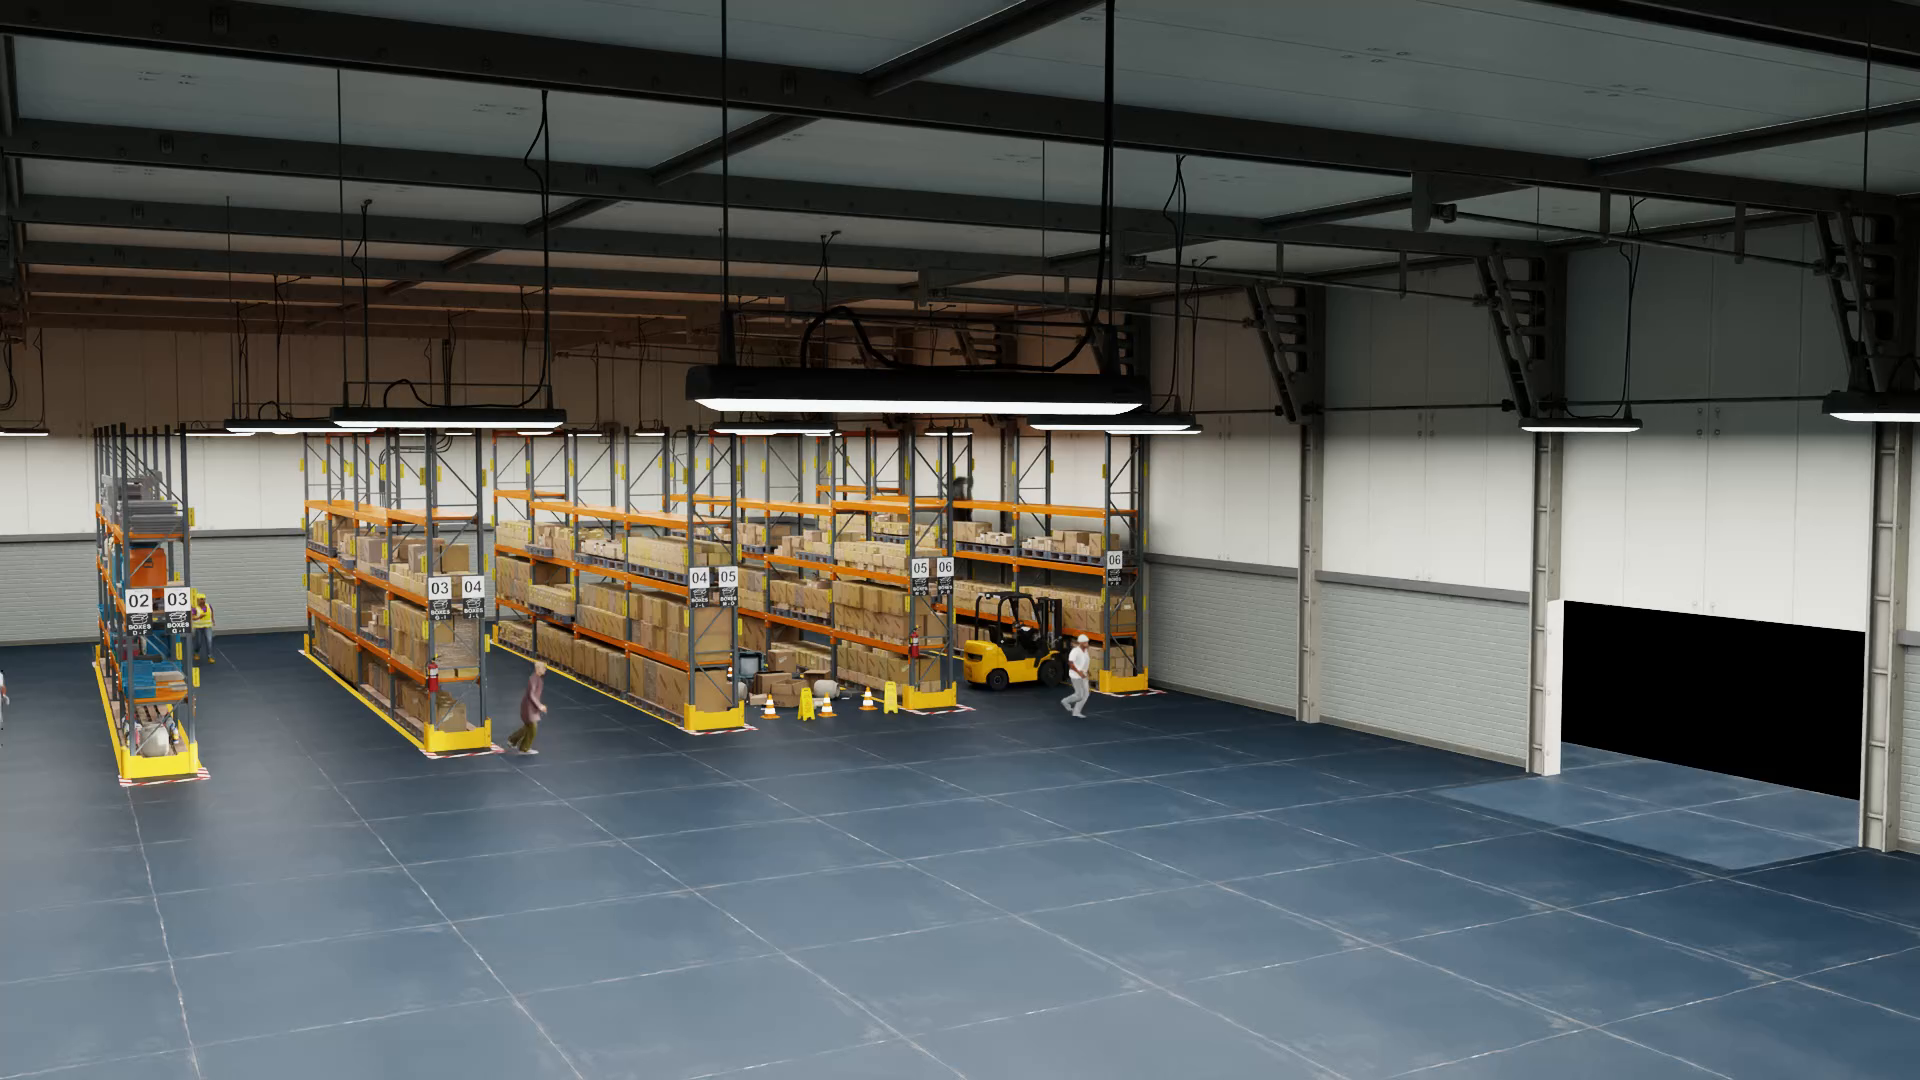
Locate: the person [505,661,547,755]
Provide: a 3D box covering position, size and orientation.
[{"bbox_3d":[-7.843,3.135,30.109,0.746,1.520,0.691,-1,4,-10],"label":"person"}]

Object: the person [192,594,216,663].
[{"bbox_3d":[-19.305,2.236,42.369,0.698,1.750,1.001,-3,5,-42],"label":"person"}]

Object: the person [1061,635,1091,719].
[{"bbox_3d":[2.378,2.800,34.269,0.671,1.715,0.688,3,4,38],"label":"person"}]

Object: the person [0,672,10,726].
[{"bbox_3d":[-17.896,3.019,30.579,0.709,1.729,0.682,3,4,37],"label":"person"}]
